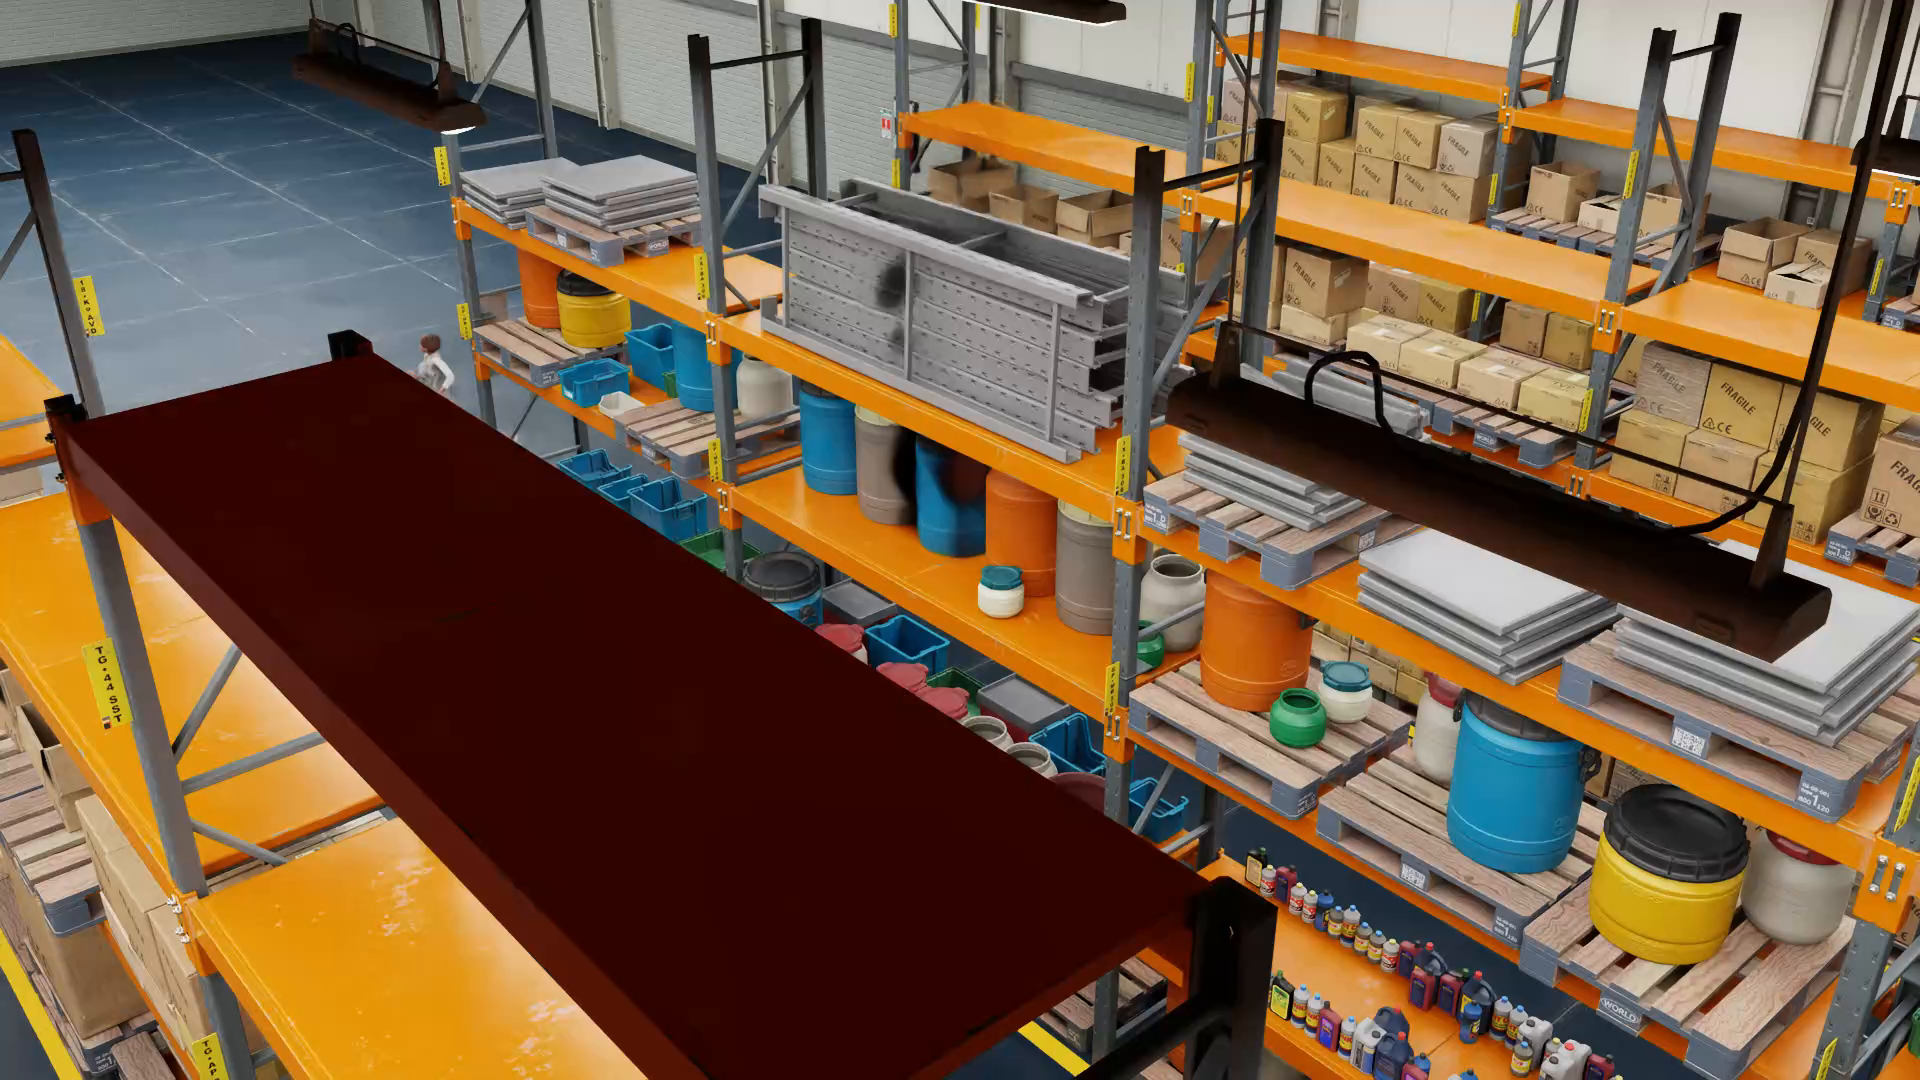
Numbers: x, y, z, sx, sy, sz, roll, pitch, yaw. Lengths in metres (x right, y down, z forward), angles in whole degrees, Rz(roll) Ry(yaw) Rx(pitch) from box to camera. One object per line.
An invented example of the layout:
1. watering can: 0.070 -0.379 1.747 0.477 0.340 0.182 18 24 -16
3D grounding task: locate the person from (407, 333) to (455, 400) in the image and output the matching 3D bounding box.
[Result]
1. person: -5.942 -1.566 18.891 0.667 1.639 0.514 -6 28 -12
